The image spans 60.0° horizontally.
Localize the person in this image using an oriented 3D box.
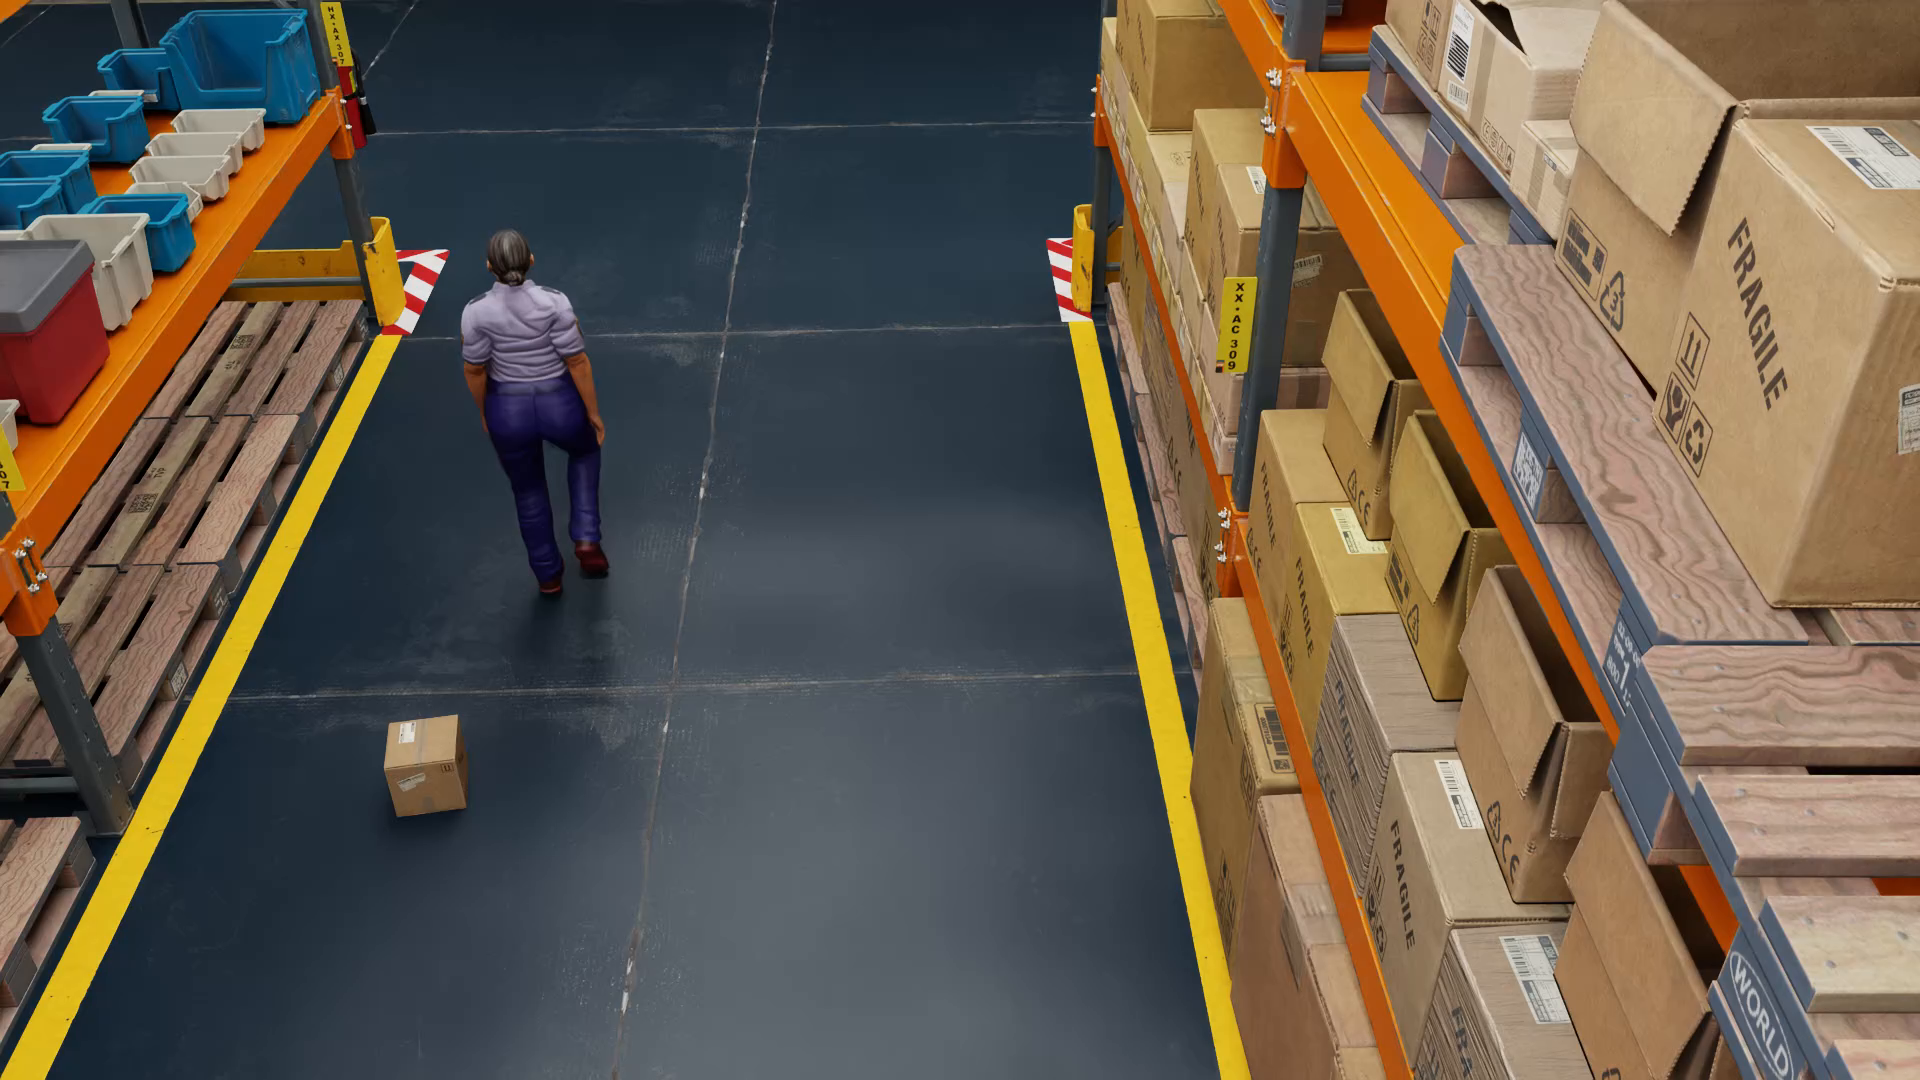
[{"bbox_3d":[-1.750,-0.536,6.888,0.514,1.670,0.434,-9,36,-12],"label":"person"}]
